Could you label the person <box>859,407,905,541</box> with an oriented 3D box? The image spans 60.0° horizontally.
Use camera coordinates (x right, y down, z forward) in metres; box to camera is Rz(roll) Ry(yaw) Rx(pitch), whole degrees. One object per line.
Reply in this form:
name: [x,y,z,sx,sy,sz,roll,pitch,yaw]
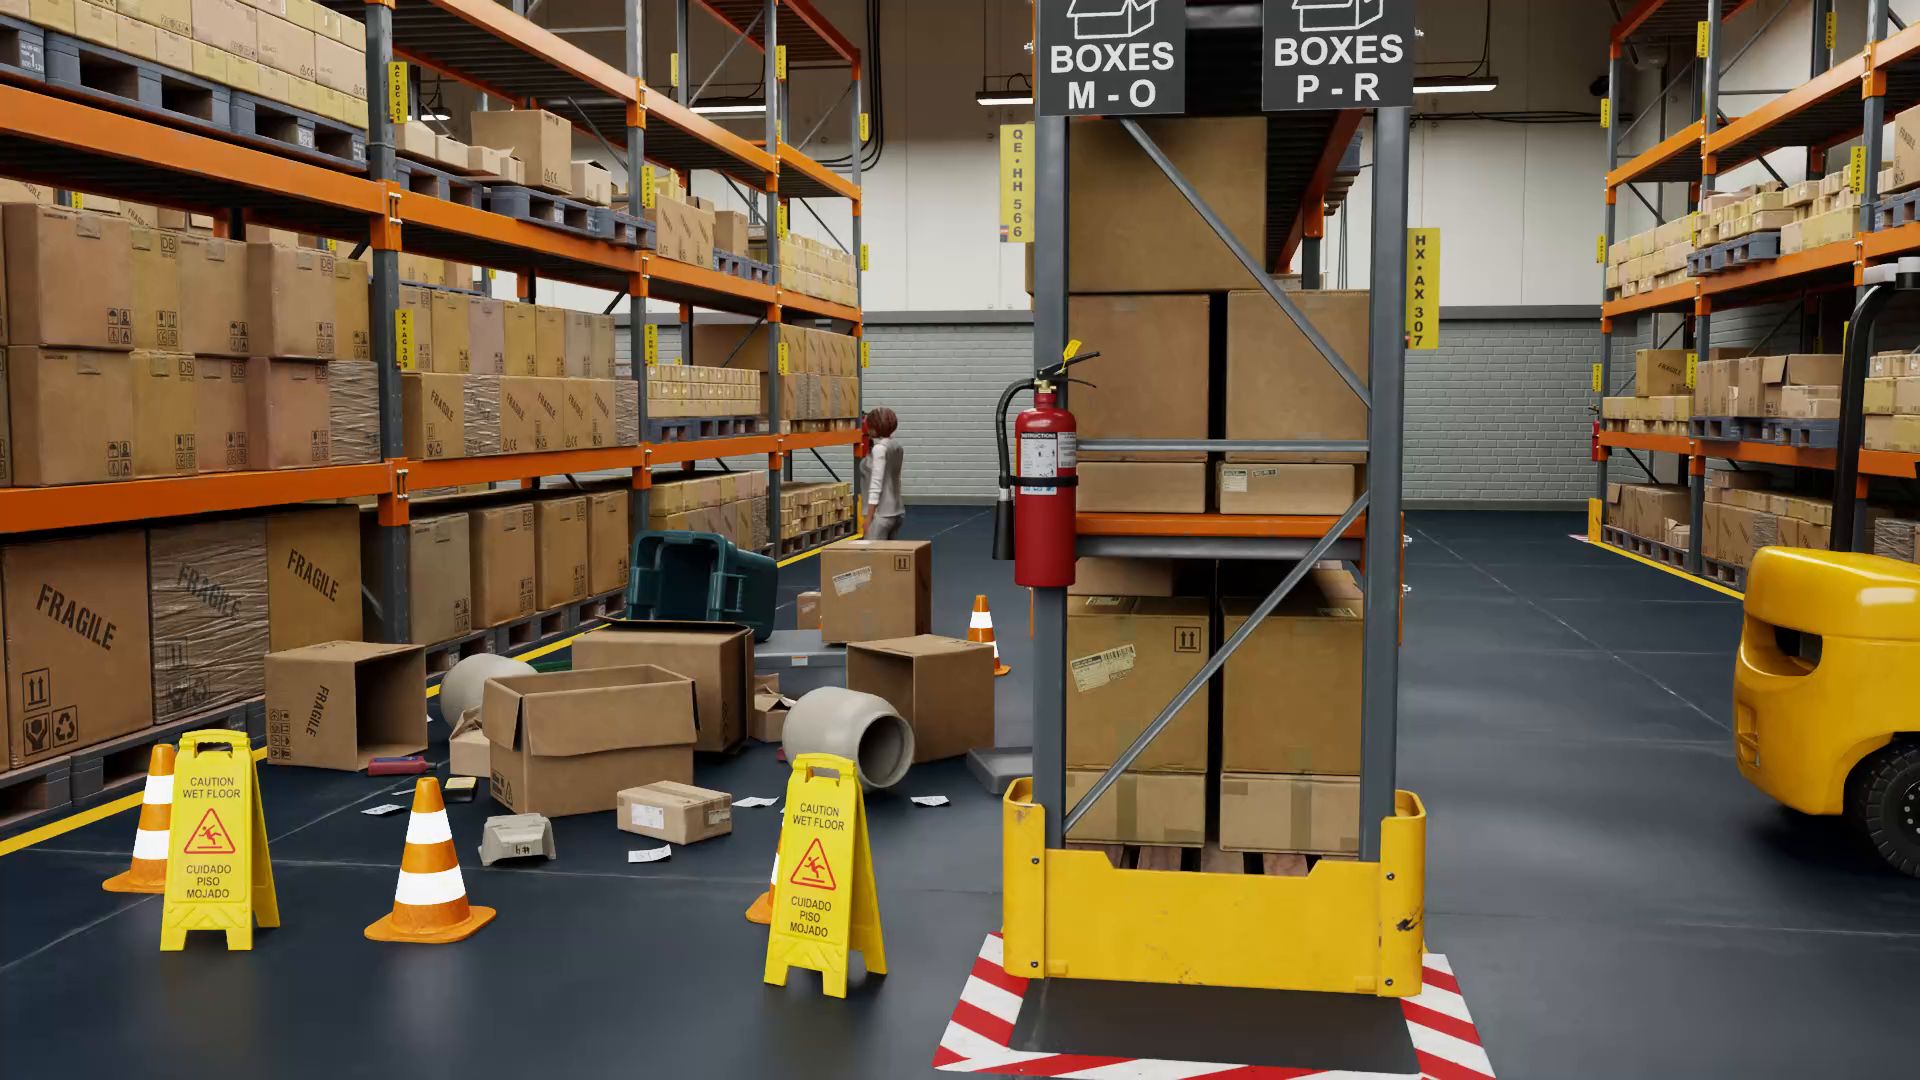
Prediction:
person: [-0.579,-0.146,11.917,0.334,1.591,0.503,2,5,19]
